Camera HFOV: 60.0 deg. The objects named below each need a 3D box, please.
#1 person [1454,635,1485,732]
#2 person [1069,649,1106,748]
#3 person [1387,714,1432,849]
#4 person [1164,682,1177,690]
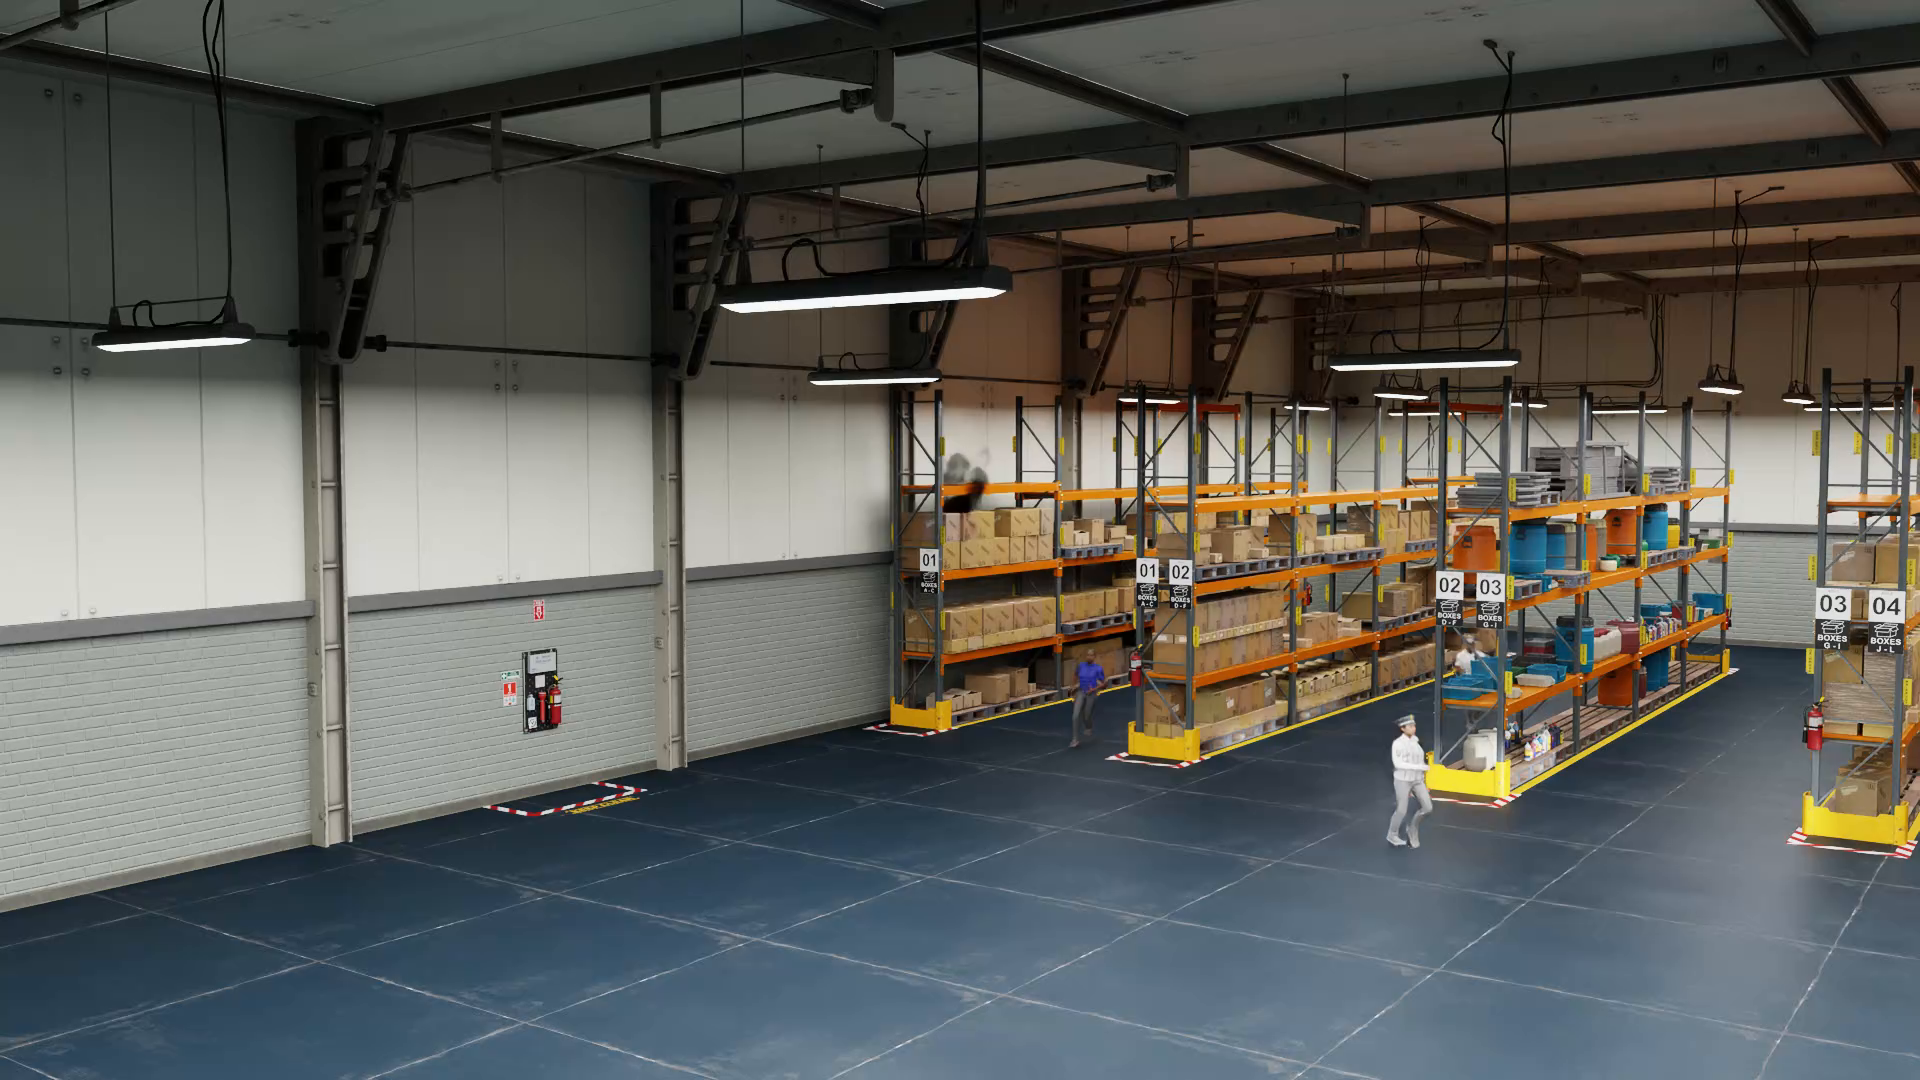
[{"bbox_3d":[8.966,2.515,29.214,0.544,1.705,0.688,2,4,33],"label":"person"},{"bbox_3d":[2.150,2.629,27.861,0.616,1.632,0.817,1,3,22],"label":"person"},{"bbox_3d":[5.590,2.994,20.621,0.583,1.685,0.661,-2,4,-30],"label":"person"},{"bbox_3d":[3.971,2.432,30.188,0.714,1.736,0.616,1,3,23],"label":"person"}]
